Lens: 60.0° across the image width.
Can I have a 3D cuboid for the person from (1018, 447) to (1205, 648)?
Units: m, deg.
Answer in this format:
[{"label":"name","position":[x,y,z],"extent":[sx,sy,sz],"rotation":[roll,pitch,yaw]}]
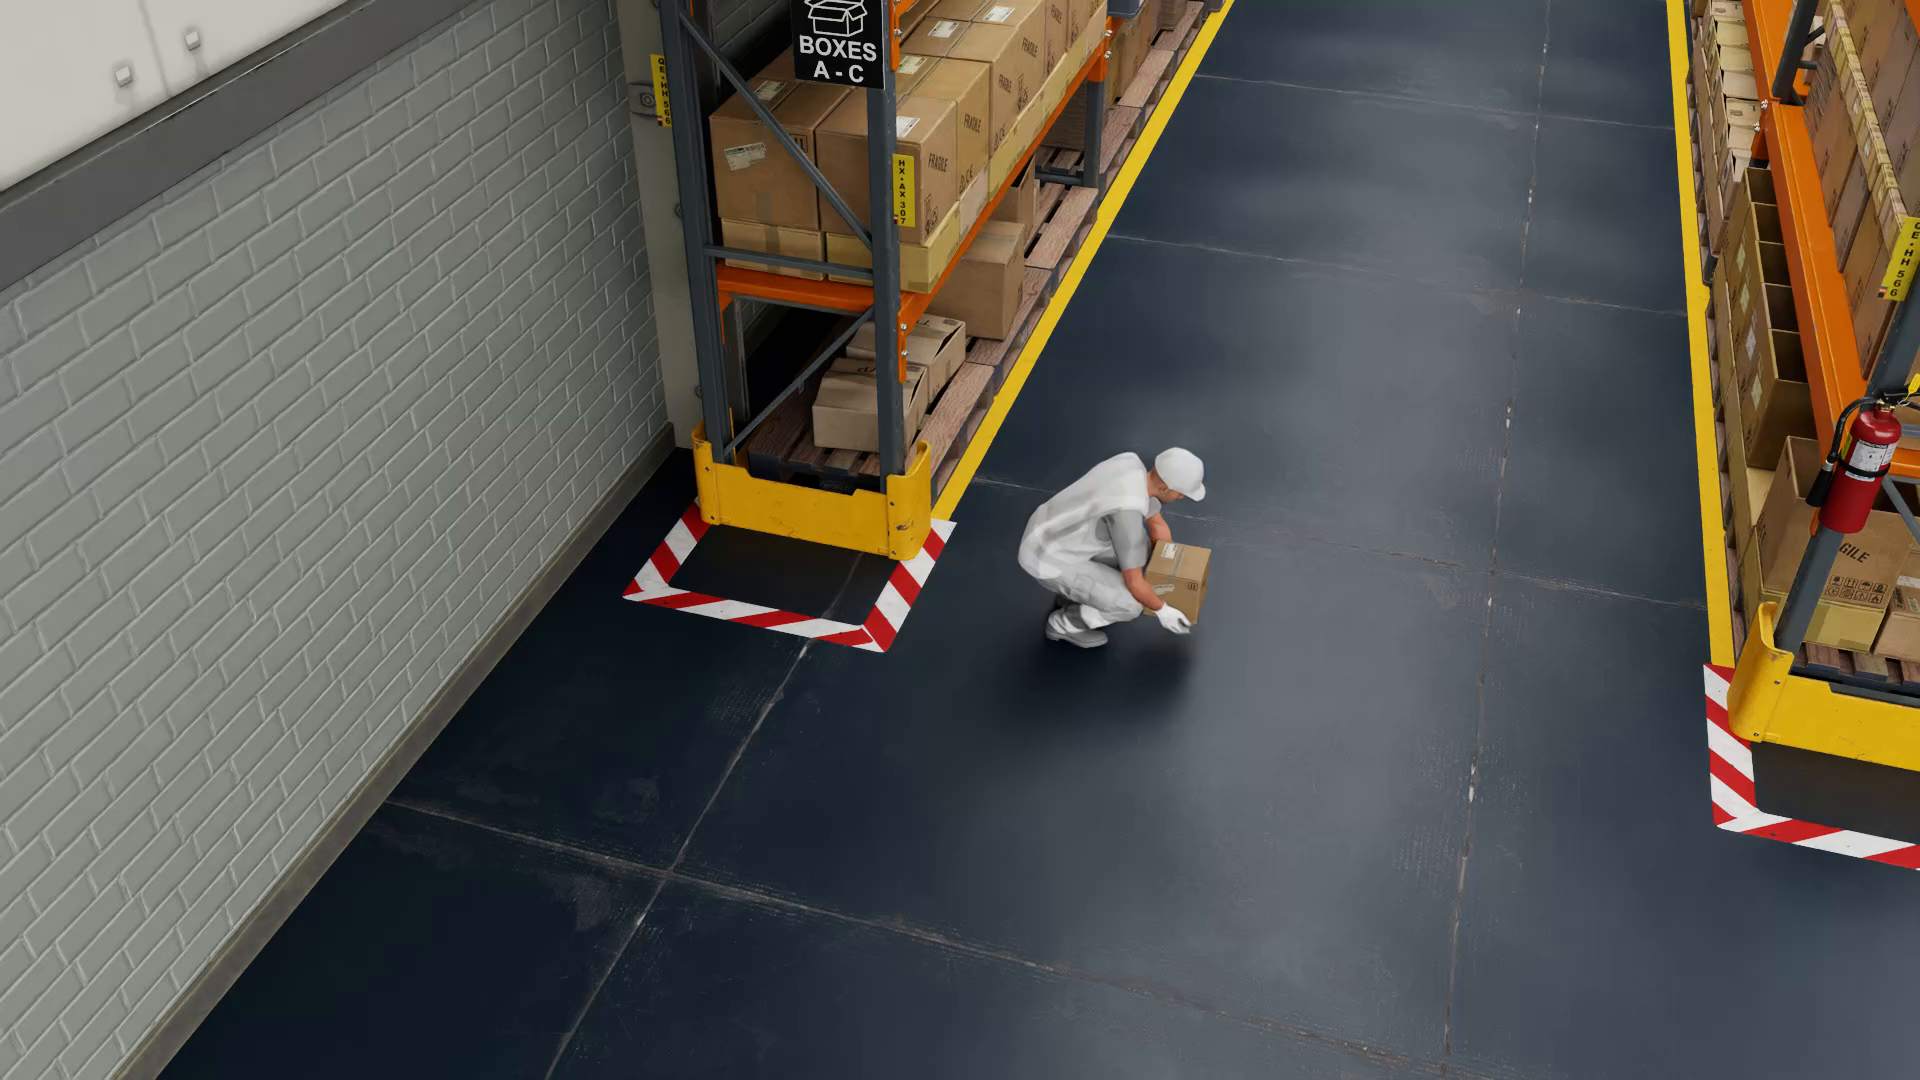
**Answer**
[{"label":"person","position":[0.694,-0.004,7.546],"extent":[0.837,0.999,0.562],"rotation":[9,38,12]}]
